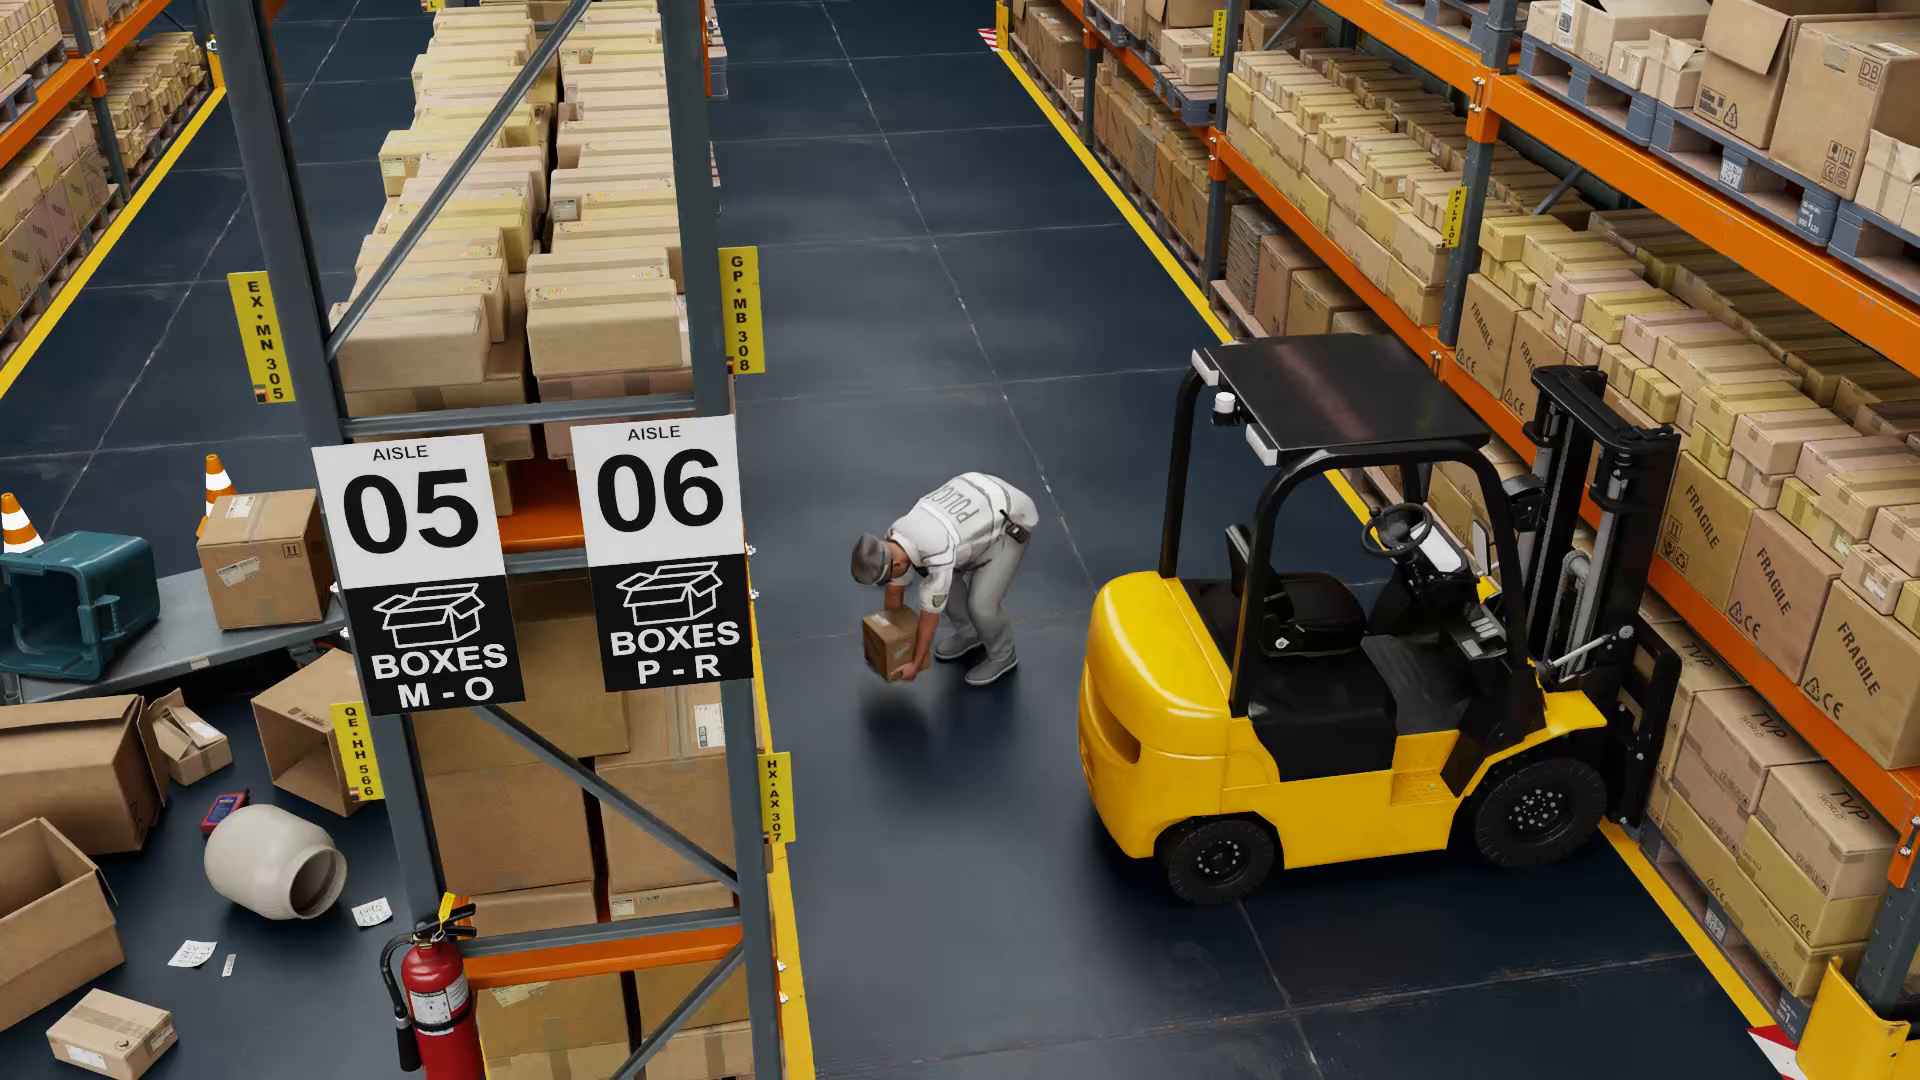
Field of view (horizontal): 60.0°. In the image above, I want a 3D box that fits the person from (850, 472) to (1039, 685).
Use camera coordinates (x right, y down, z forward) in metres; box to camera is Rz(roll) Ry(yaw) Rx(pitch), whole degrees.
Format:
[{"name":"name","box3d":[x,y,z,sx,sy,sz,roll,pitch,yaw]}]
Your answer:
[{"name":"person","box3d":[-0.086,0.245,8.391,1.042,1.069,0.515,-21,36,-31]}]
